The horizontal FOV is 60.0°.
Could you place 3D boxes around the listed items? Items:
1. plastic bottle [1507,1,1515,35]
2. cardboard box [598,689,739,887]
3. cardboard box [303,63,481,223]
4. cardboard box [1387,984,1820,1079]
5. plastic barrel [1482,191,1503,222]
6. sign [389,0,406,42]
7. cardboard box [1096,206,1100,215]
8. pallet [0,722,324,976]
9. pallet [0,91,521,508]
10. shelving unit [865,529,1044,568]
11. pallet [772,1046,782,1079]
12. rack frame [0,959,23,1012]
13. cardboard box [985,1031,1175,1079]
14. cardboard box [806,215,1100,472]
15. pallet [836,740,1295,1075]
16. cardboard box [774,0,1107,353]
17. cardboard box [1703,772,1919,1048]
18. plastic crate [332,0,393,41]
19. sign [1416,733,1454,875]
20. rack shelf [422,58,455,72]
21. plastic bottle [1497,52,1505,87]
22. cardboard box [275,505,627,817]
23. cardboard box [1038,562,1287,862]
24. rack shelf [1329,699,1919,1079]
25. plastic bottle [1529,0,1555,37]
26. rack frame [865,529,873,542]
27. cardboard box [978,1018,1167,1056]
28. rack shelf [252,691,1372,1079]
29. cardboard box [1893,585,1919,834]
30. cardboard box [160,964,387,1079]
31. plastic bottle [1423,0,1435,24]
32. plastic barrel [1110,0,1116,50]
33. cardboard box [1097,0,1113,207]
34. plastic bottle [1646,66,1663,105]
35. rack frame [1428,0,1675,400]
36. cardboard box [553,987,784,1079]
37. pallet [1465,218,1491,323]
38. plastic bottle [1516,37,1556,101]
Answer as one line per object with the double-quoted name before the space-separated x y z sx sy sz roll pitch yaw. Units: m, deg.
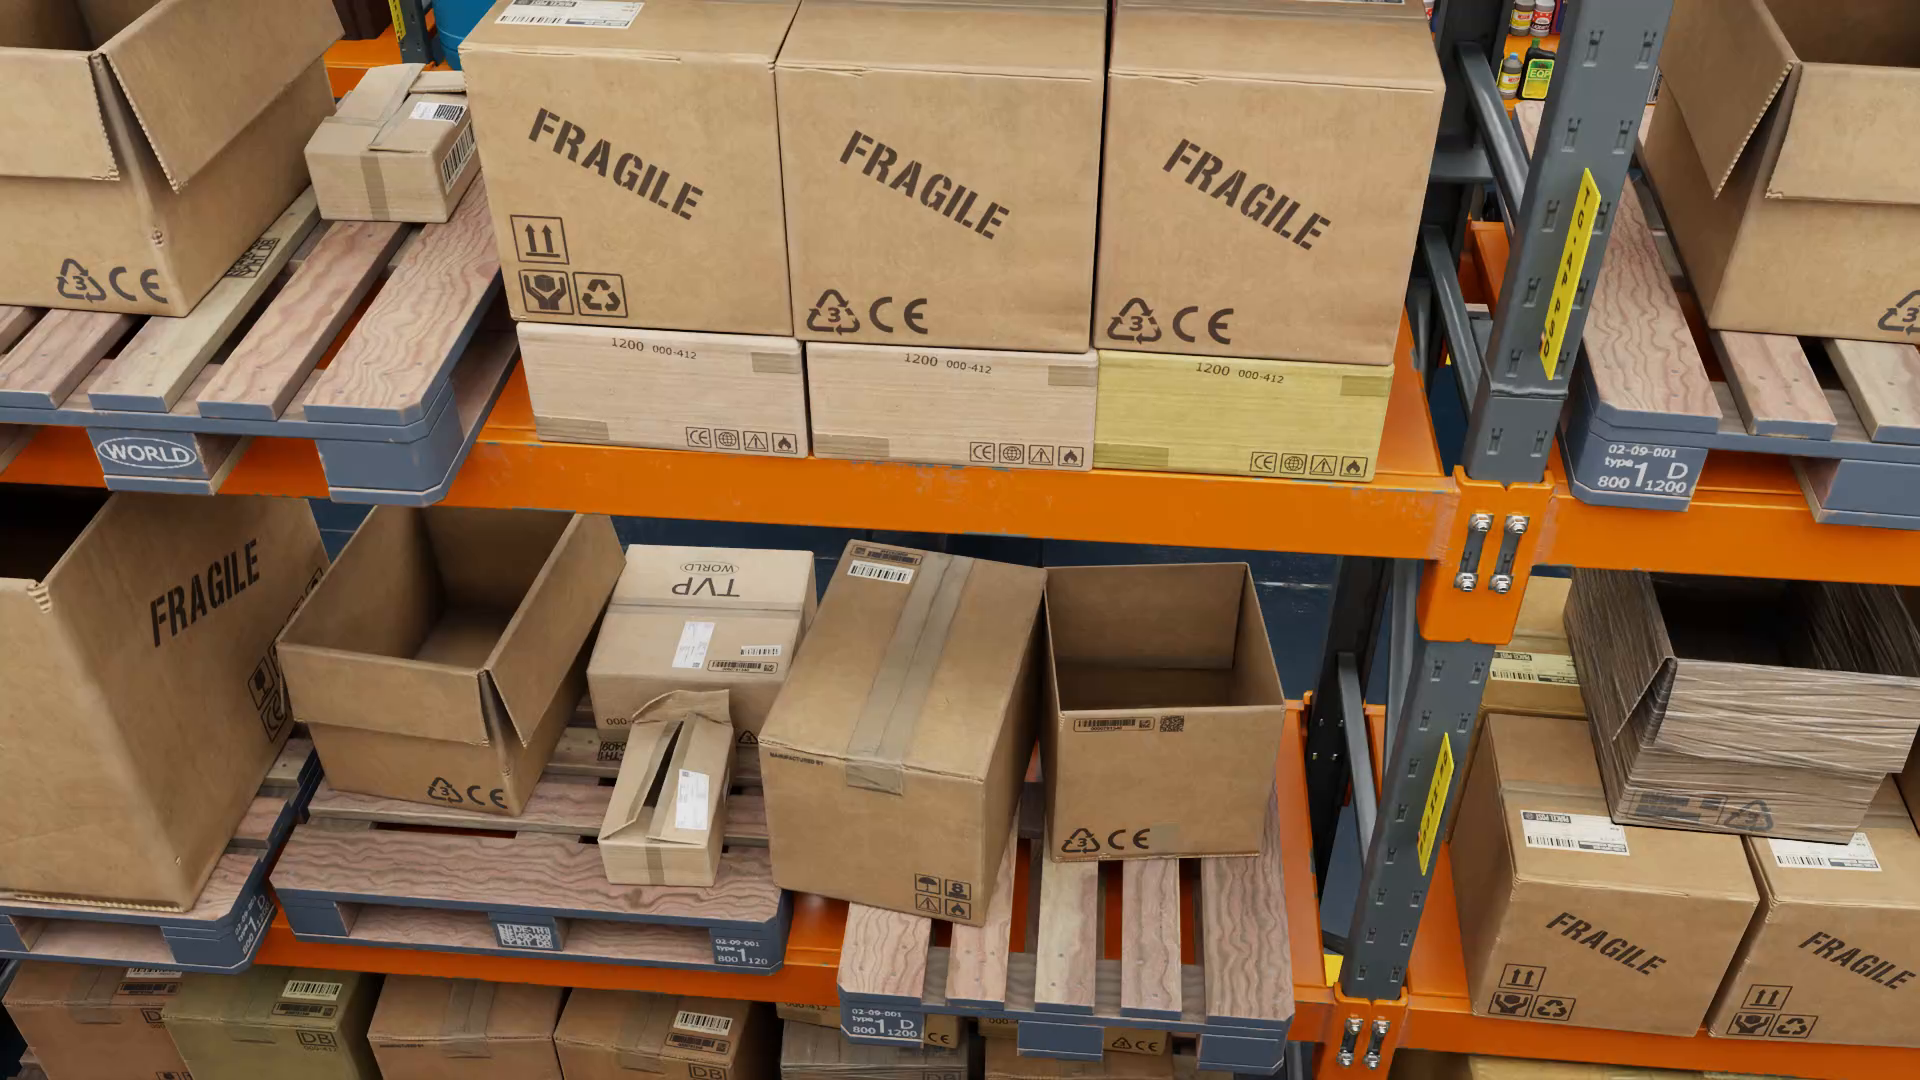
"plastic bottle" 2.692 -2.616 8.245 0.097 0.201 0.097 0 39 0
"cardboard box" -0.688 0.580 3.935 0.258 0.266 0.396 2 39 3
"cardboard box" -1.112 -0.803 3.336 0.250 0.166 0.380 2 39 3
"cardboard box" 1.682 1.323 4.598 0.875 0.875 1.225 1 39 2
"plastic barrel" 3.038 -1.654 8.483 0.708 0.588 0.600 3 39 4
"sign" -2.620 -2.483 7.705 0.005 0.325 0.100 3 39 4
"cardboard box" 0.039 -0.708 3.486 0.500 0.250 0.500 4 39 5
"pallet" -2.240 0.601 4.287 1.213 0.211 1.003 3 39 4
"pallet" -1.349 -0.542 3.312 1.003 0.211 1.213 3 39 4
"shelving unit" -0.007 -0.582 6.777 0.755 1.500 0.431 3 39 4
"pallet" -0.994 1.581 5.140 1.213 0.211 1.003 3 39 4
"rack frame" -2.989 0.394 4.390 0.127 3.000 1.000 3 39 4
"cardboard box" 0.327 1.386 4.802 0.500 0.500 0.700 1 39 1
"cardboard box" 0.006 -0.384 3.088 0.500 0.250 0.500 3 39 4
"pallet" 0.277 0.714 4.148 1.003 0.211 1.213 3 39 4
"cardboard box" -0.012 -0.674 2.851 0.500 0.500 0.500 3 39 4
"cardboard box" 1.971 0.797 3.816 0.500 0.500 0.500 2 39 3
"plastic crate" -3.072 -2.806 8.370 0.504 0.338 0.767 3 39 4
"sign" 0.959 0.535 3.362 0.005 0.325 0.100 3 39 4
"rack shelf" -0.569 -2.333 8.310 4.000 0.370 1.077 3 39 4
"plastic bottle" 2.417 -2.170 7.632 0.133 0.283 0.061 3 39 4
"cardboard box" -1.254 0.227 4.180 0.637 0.503 0.797 7 40 8
"cardboard box" 0.455 0.406 3.964 0.500 0.500 0.500 -1 39 -2
"rack shelf" 2.989 0.999 4.216 4.000 0.370 1.077 3 39 4
"plastic bottle" 2.886 -2.605 8.232 0.097 0.201 0.097 0 39 0
"rack frame" -0.371 -0.602 6.801 0.023 1.500 0.400 3 39 4
"cardboard box" 0.326 1.102 4.558 0.500 0.250 0.500 5 39 6
"rack shelf" -0.996 0.782 4.483 4.000 0.370 1.077 3 39 4
"cardboard box" 2.372 0.271 3.667 0.637 0.503 0.797 4 39 5
"cardboard box" -1.905 1.277 4.936 0.500 0.500 0.700 3 39 4
"plastic bottle" 2.304 -2.637 8.271 0.097 0.201 0.097 0 39 0
"plastic barrel" 0.935 -2.391 7.704 0.708 0.536 0.600 3 39 4
"cardboard box" 0.045 -1.002 3.253 0.500 0.500 0.500 3 39 4
"plastic bottle" 3.209 -2.153 7.617 0.135 0.276 0.152 3 39 4
"rack frame" 0.996 -1.715 2.229 0.127 3.000 1.000 3 39 4
"cardboard box" -0.792 1.338 4.862 0.500 0.500 0.700 6 40 8
"pallet" 2.213 -1.405 8.809 1.213 0.211 1.003 3 39 4
"plastic bottle" 2.647 -2.158 7.617 0.133 0.283 0.061 3 39 4
